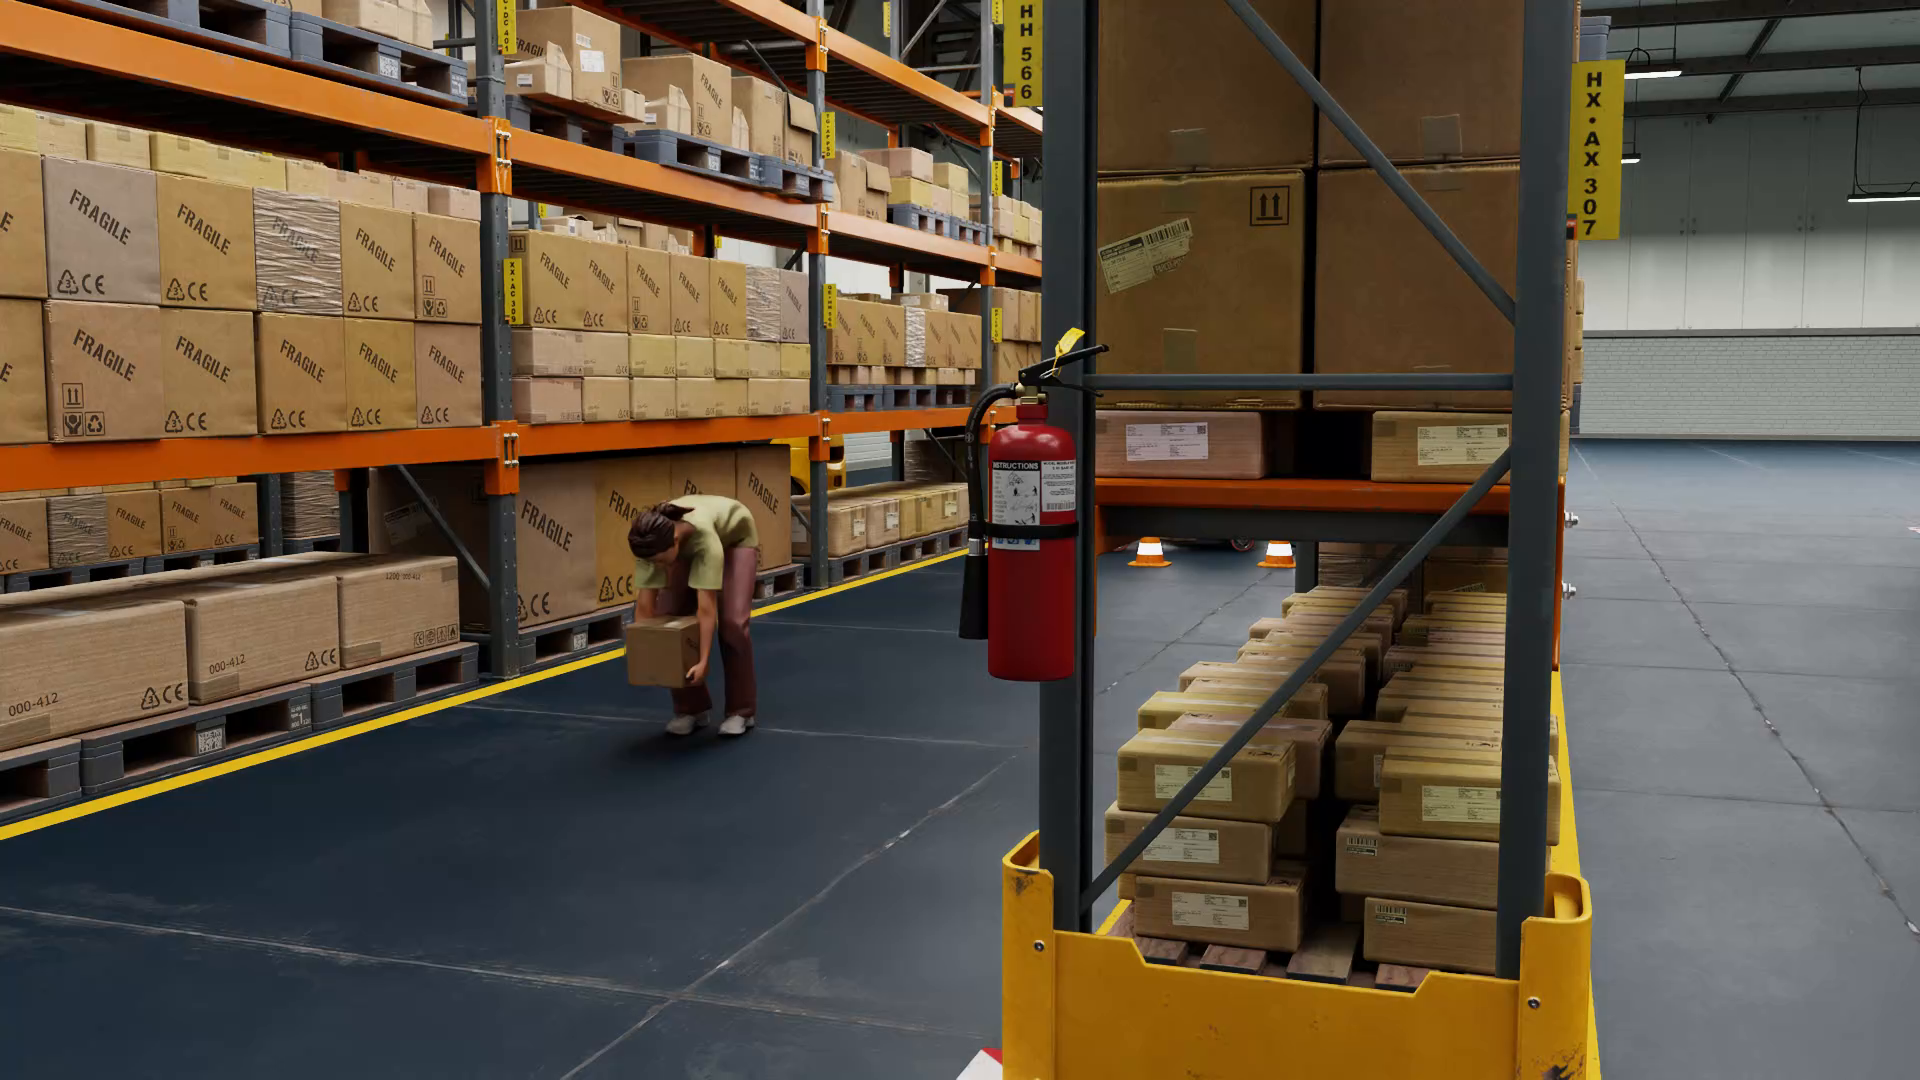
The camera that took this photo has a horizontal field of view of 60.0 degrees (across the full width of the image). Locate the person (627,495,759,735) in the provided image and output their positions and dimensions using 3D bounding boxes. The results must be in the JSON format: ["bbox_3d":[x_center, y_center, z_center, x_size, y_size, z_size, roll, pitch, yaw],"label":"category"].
[{"bbox_3d":[-1.139,0.329,7.049,0.428,1.051,0.872,2,6,16],"label":"person"}]
